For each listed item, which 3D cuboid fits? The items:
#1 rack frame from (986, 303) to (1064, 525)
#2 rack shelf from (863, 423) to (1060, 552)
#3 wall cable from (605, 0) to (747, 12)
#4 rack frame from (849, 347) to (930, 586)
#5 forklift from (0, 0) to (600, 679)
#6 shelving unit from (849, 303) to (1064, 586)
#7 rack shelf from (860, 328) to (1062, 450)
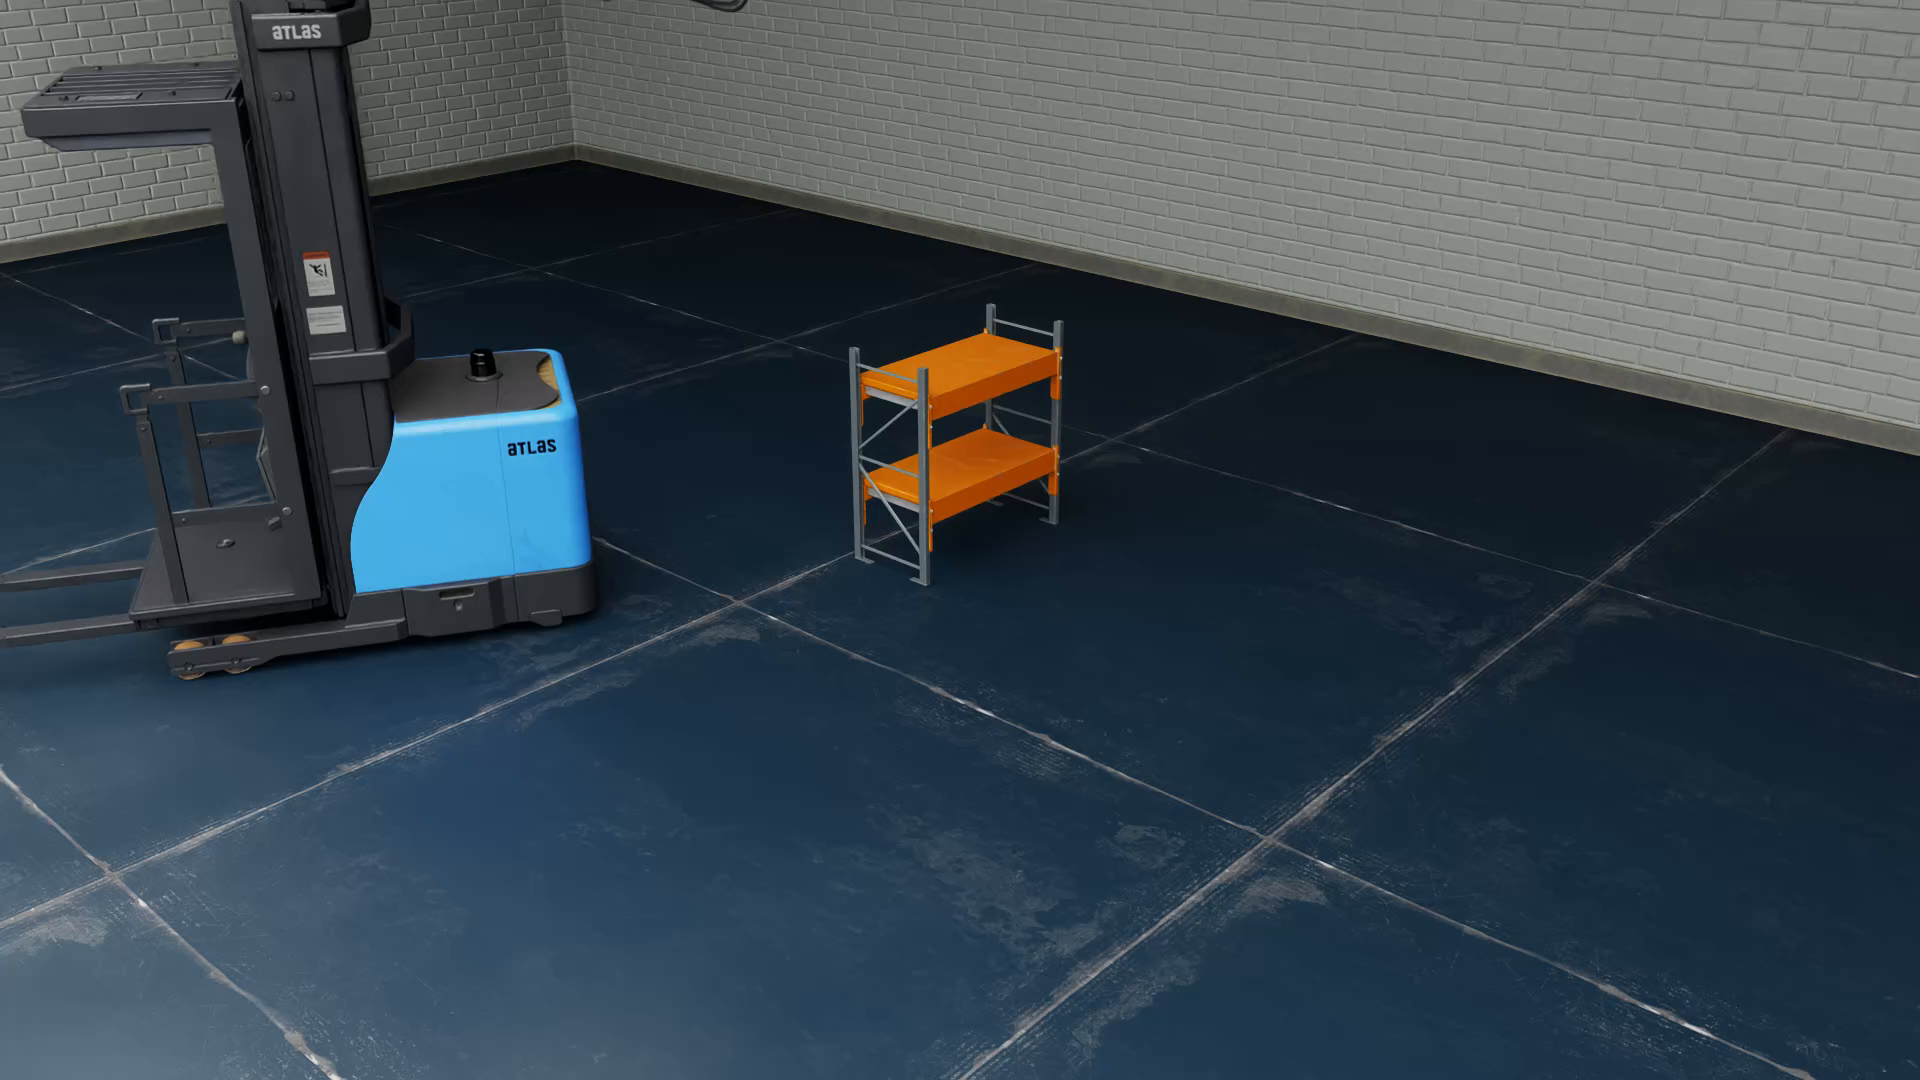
[{"bbox_3d":[0.335,-0.666,8.861,0.500,1.125,0.032,20,31,38],"label":"rack frame"},{"bbox_3d":[-0.005,-0.288,8.615,0.538,0.278,1.000,20,31,38],"label":"rack shelf"},{"bbox_3d":[-3.063,-6.380,15.777,3.097,2.526,0.112,20,31,38],"label":"wall cable"},{"bbox_3d":[-0.344,-0.356,8.170,0.500,1.125,0.032,20,31,38],"label":"rack frame"},{"bbox_3d":[-3.288,-0.961,7.311,3.031,2.935,1.130,-7,25,-15],"label":"forklift"},{"bbox_3d":[-0.005,-0.511,8.515,0.538,1.125,1.048,20,31,38],"label":"shelving unit"},{"bbox_3d":[-0.005,-0.778,8.396,0.538,0.278,1.000,20,31,38],"label":"rack shelf"}]
